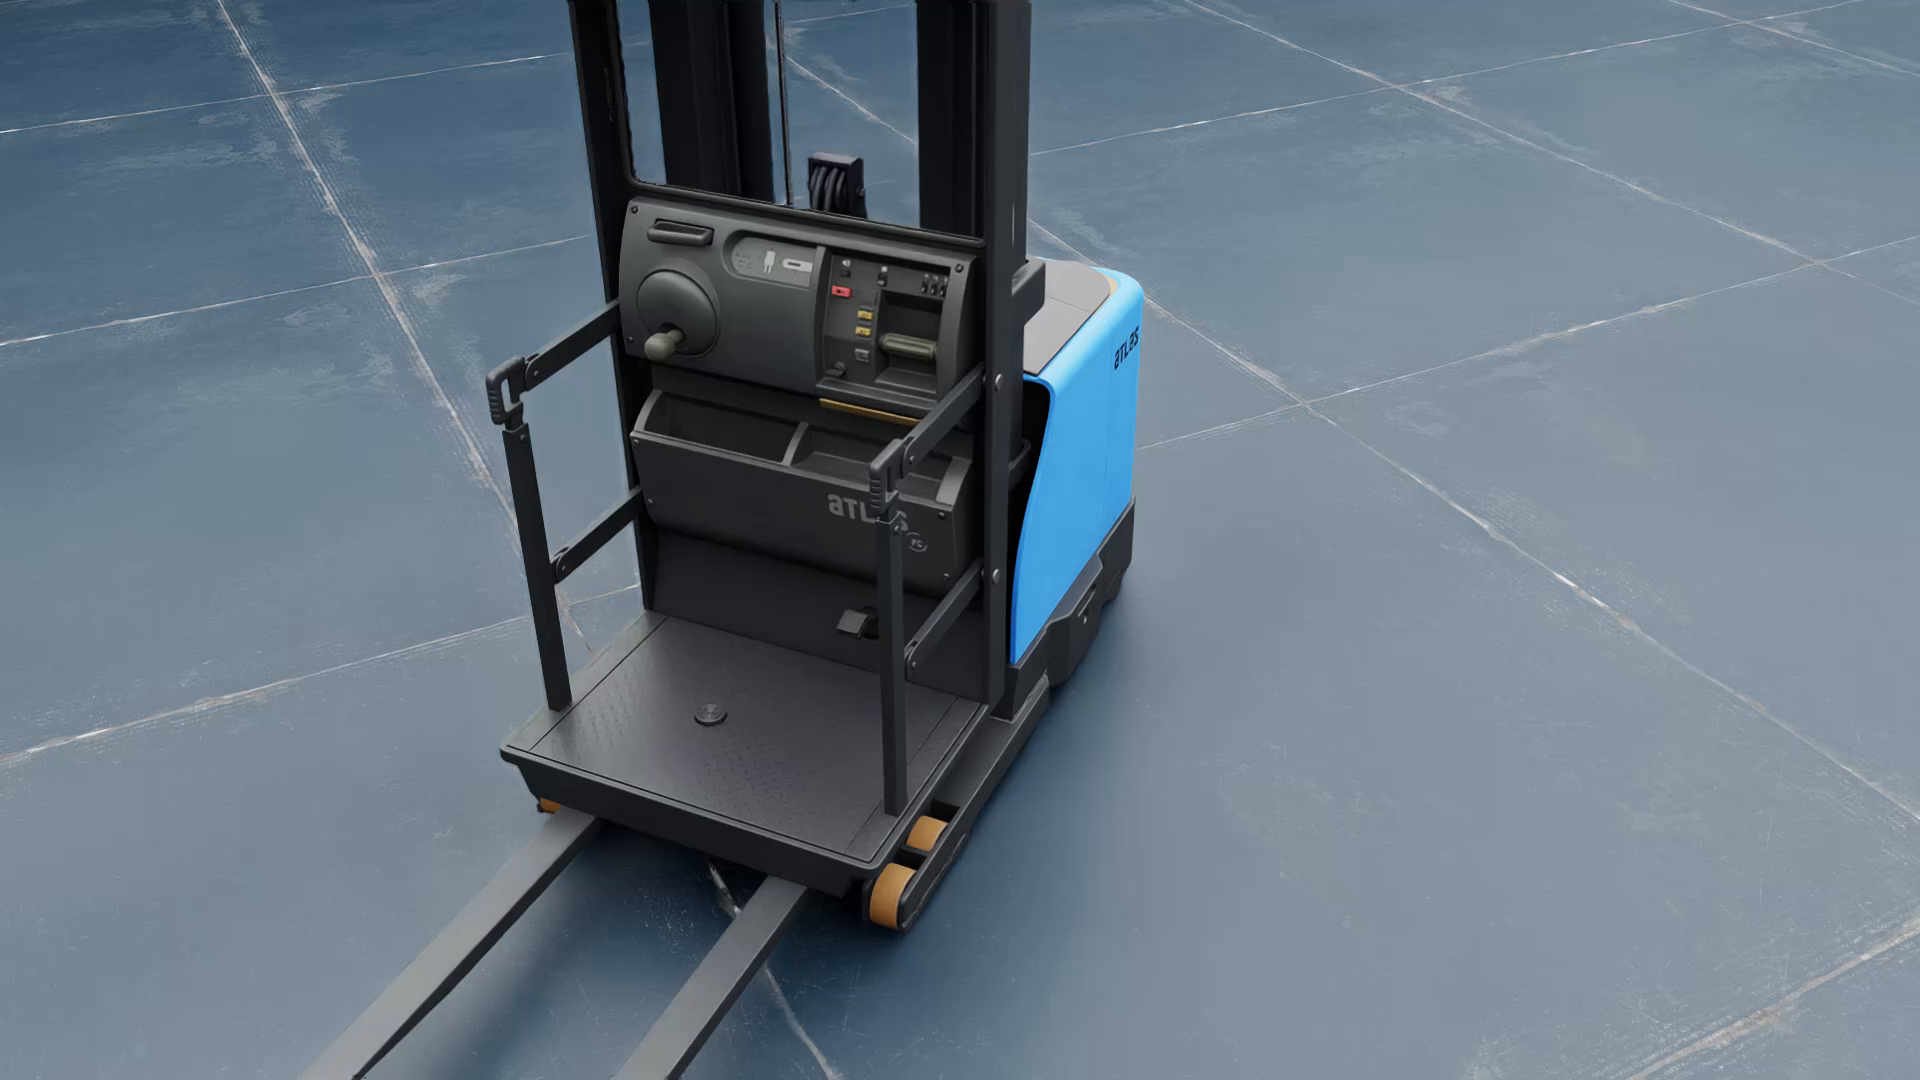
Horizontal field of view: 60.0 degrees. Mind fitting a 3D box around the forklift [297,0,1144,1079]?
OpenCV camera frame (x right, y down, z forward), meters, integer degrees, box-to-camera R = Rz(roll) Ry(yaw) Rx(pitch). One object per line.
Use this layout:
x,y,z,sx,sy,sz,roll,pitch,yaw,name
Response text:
-0.498,-0.515,3.836,1.130,2.935,3.031,14,35,20,forklift
